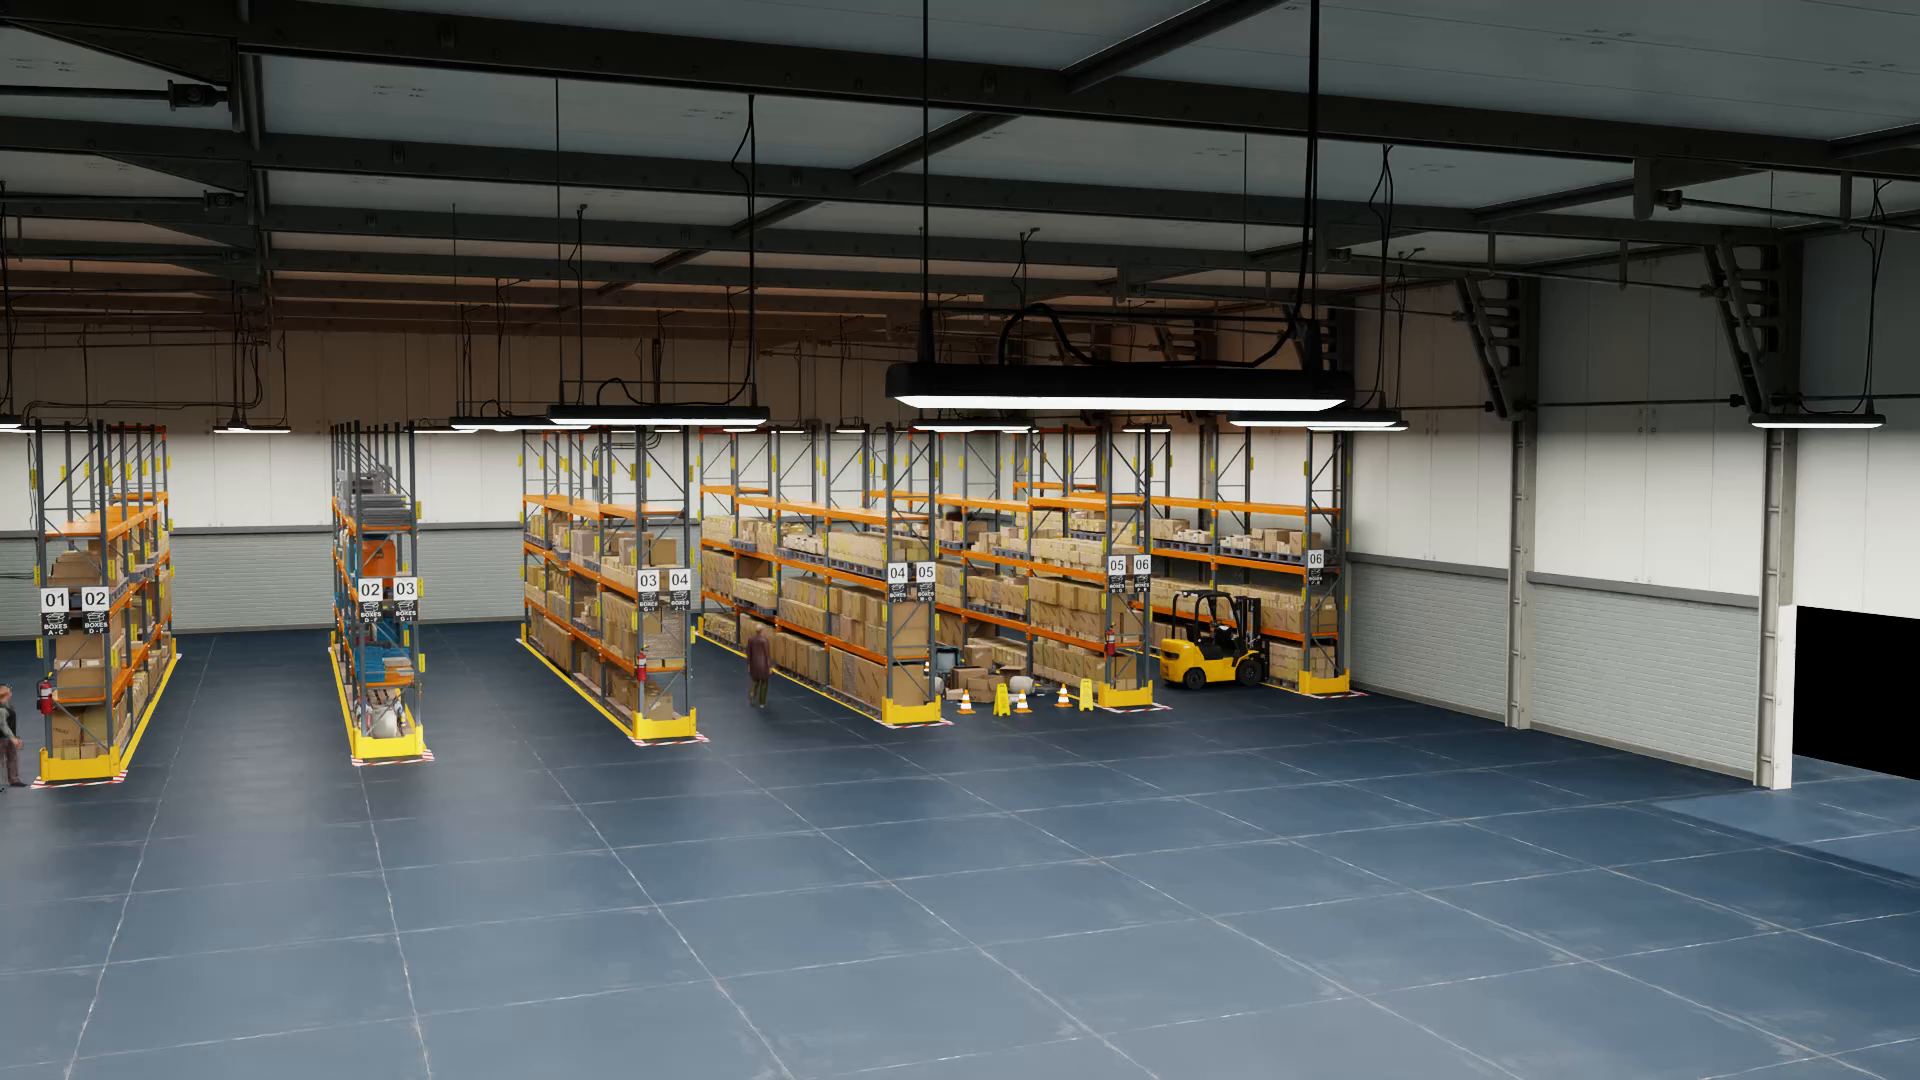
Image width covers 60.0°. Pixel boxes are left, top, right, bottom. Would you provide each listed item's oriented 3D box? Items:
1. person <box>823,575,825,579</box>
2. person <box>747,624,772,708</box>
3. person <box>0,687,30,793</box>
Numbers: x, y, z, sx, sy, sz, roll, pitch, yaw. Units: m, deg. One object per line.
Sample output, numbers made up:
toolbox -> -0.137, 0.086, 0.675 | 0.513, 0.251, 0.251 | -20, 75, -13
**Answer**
person -> -3.932, 1.847, 48.107 | 0.613, 1.811, 0.470 | 3, 5, 38
person -> -4.213, 2.644, 34.840 | 0.580, 1.769, 0.664 | 1, 4, 14
person -> -15.403, 3.211, 26.803 | 0.595, 1.731, 0.674 | -1, 4, -19
